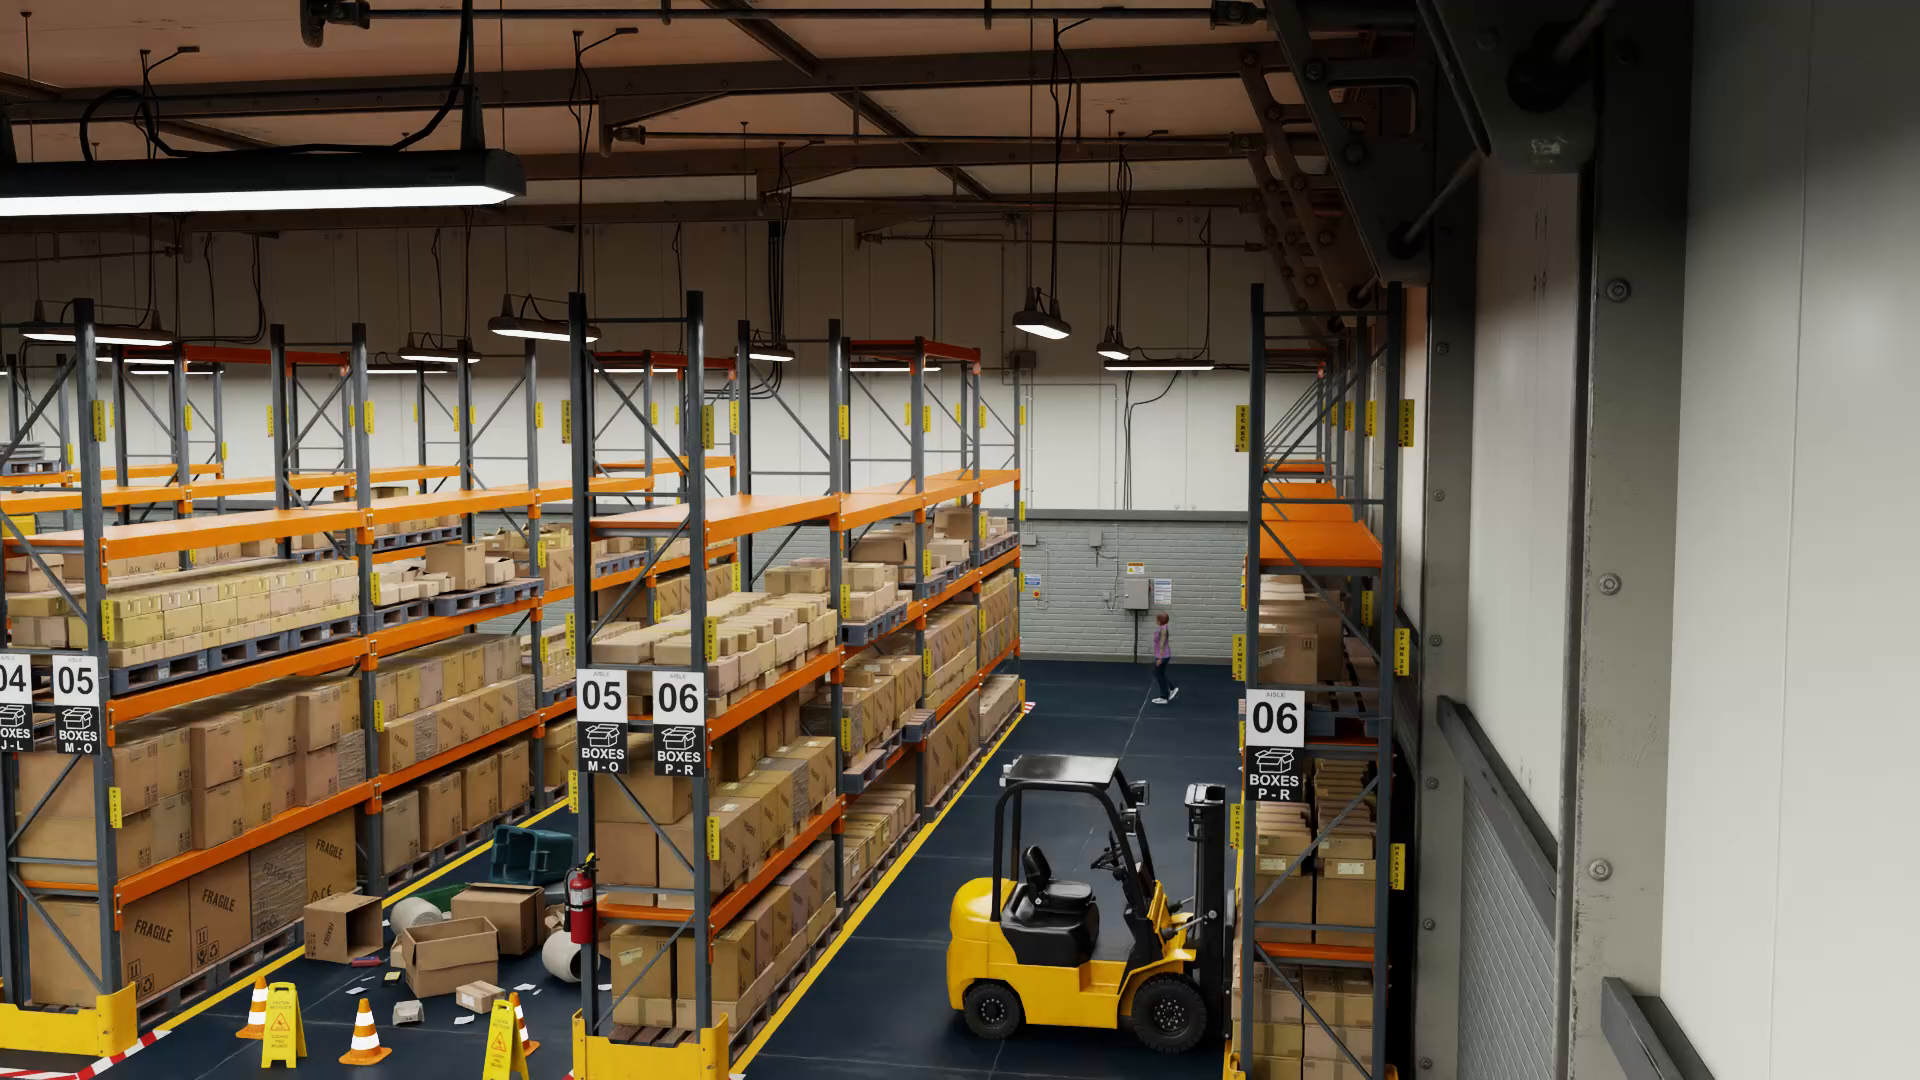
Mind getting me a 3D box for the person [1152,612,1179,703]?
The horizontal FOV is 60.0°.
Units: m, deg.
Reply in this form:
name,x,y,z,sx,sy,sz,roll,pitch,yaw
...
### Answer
name,x,y,z,sx,sy,sz,roll,pitch,yaw
person,3.561,2.037,28.830,0.463,1.585,0.438,1,5,16
